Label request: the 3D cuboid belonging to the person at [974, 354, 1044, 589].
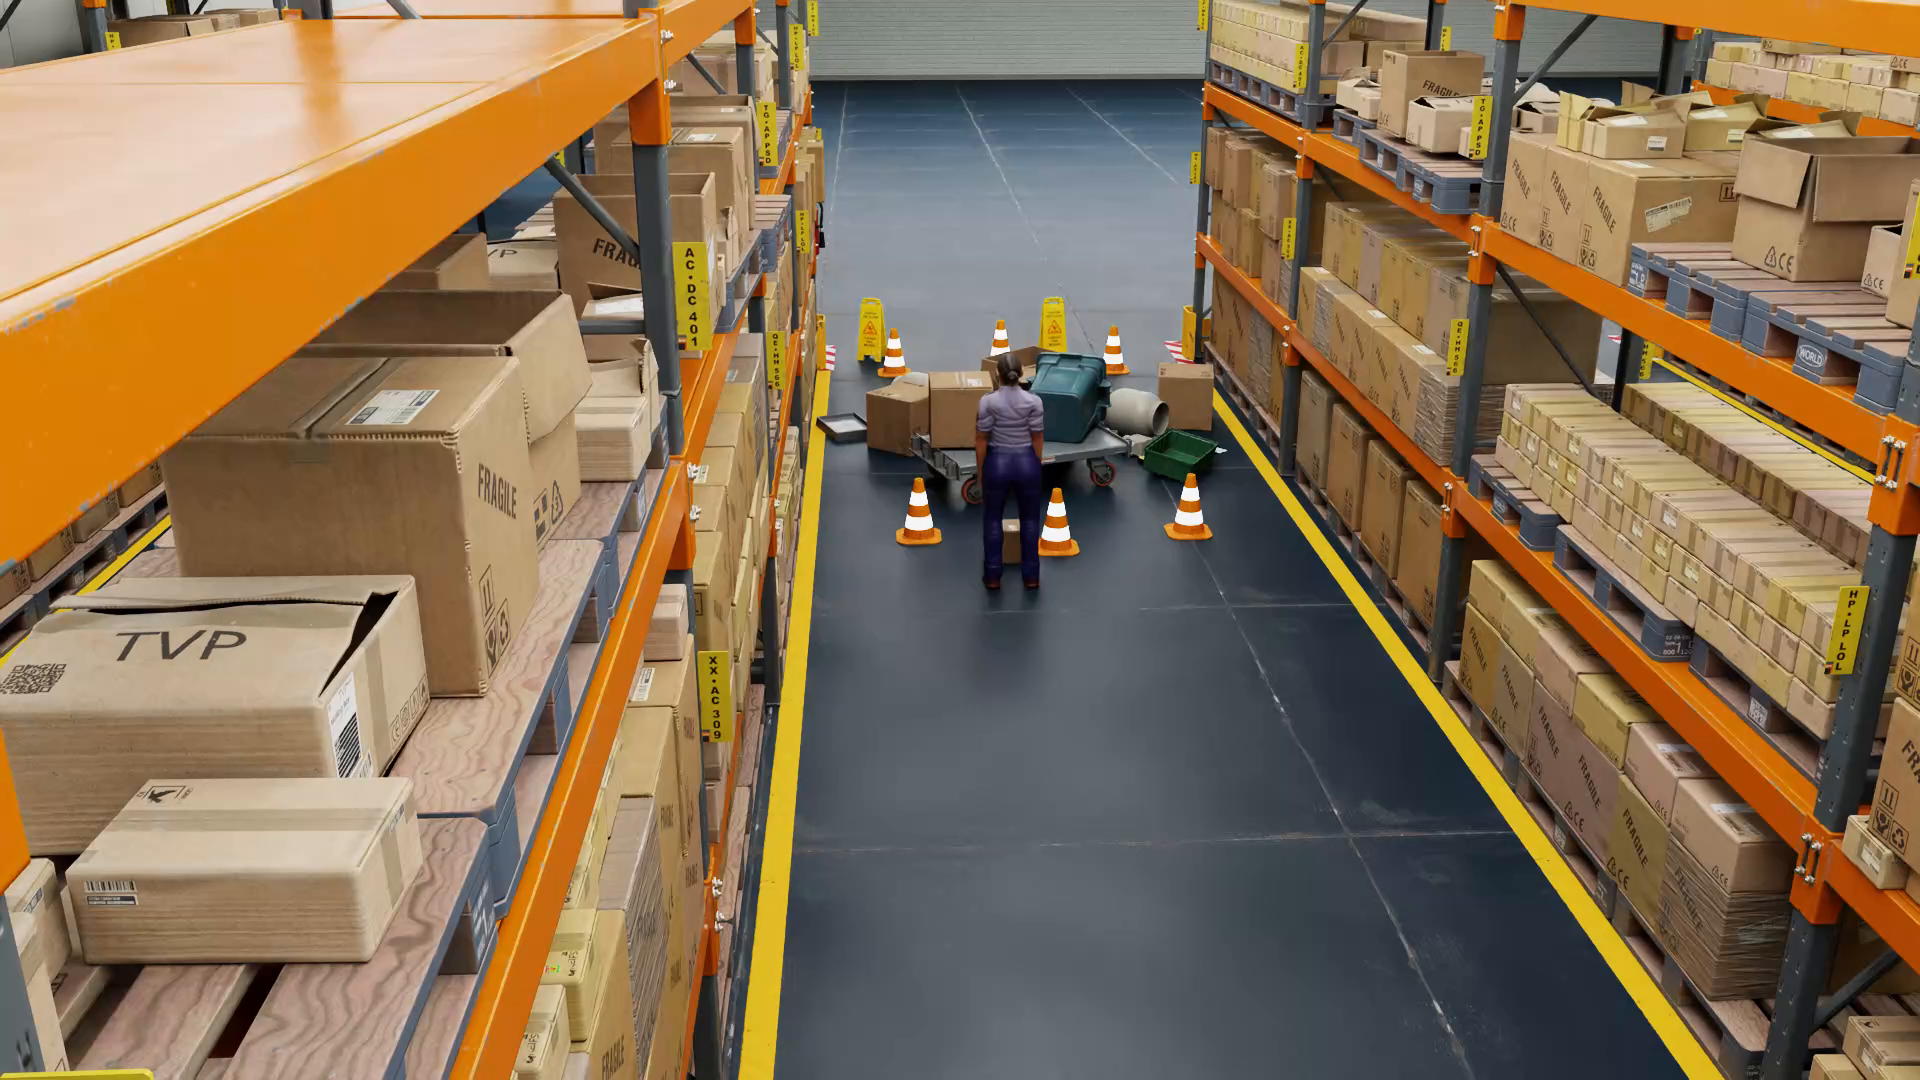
[{"bbox_3d":[0.332,-0.470,11.365,0.470,1.645,0.342,-1,21,-2],"label":"person"}]
